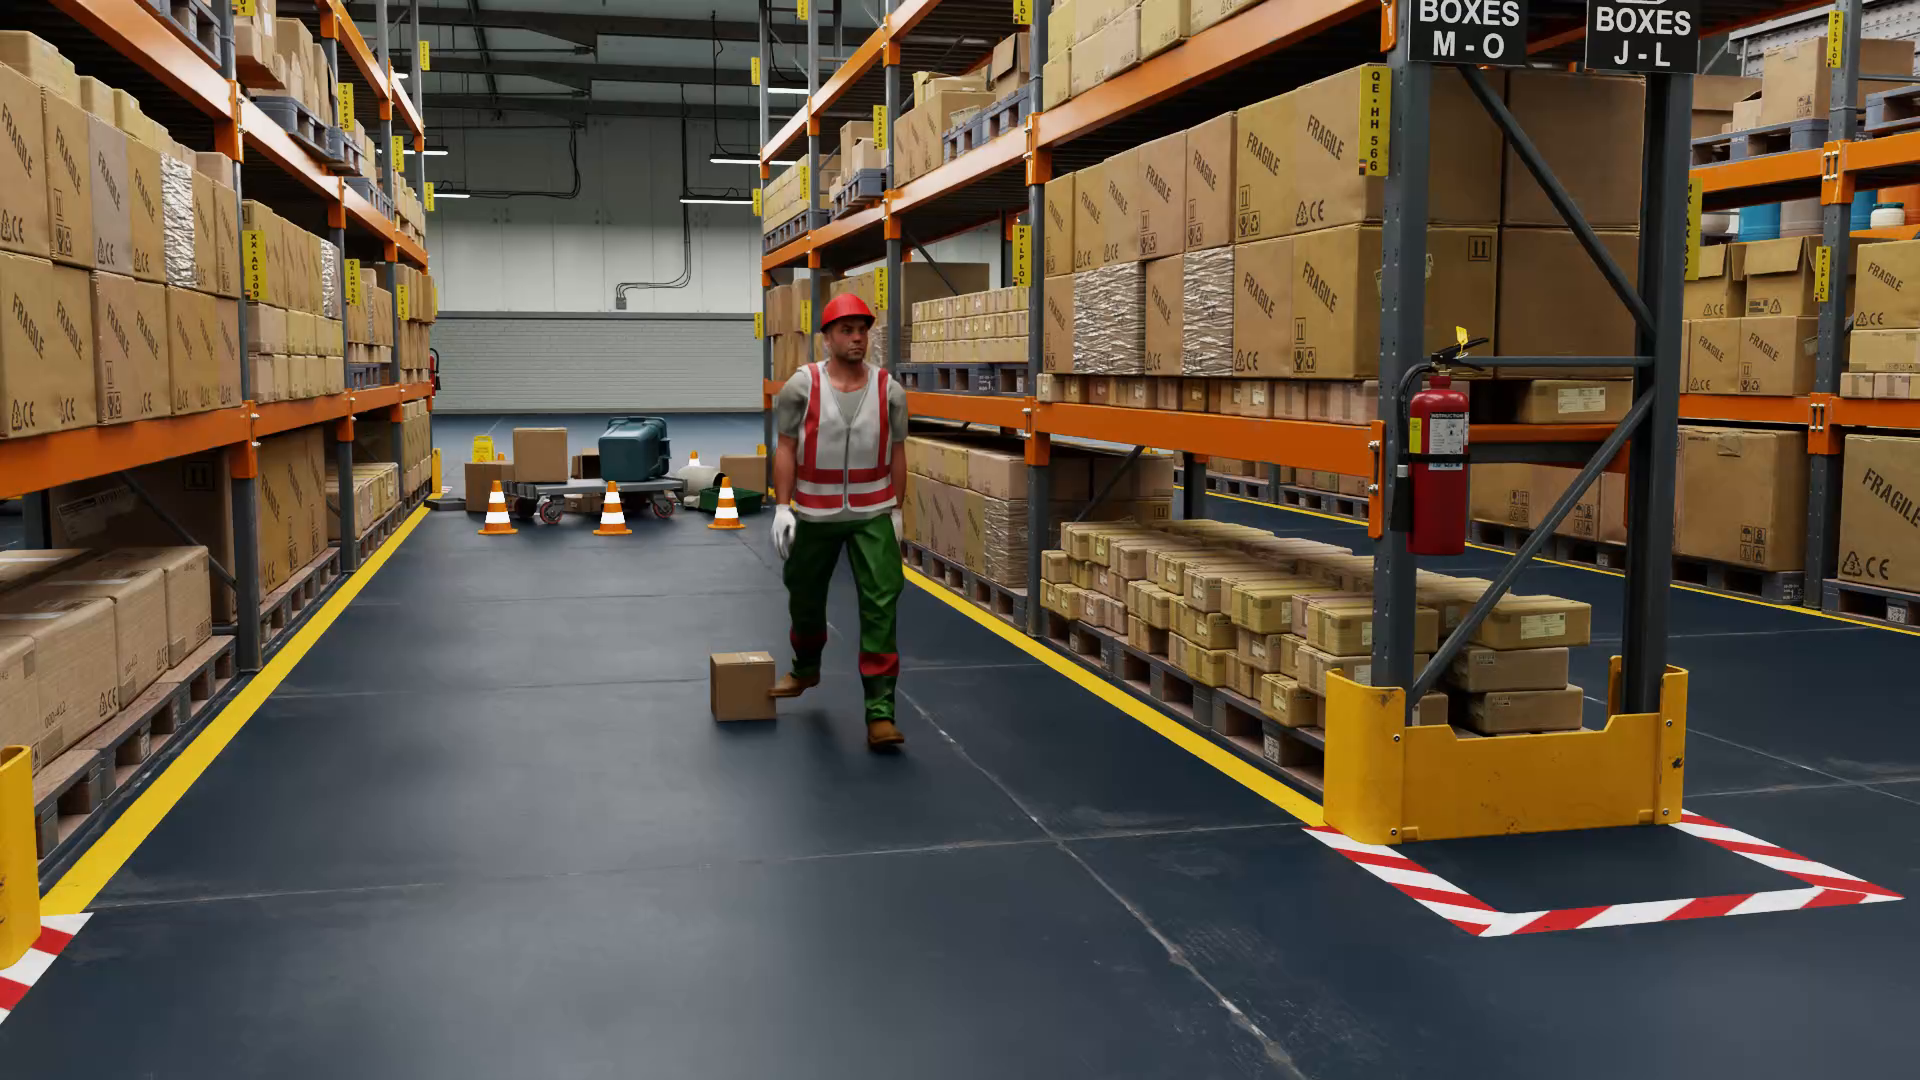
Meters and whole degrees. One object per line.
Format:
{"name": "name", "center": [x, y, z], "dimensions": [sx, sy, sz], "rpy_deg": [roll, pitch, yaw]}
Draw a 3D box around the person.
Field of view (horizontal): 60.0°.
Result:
{"name": "person", "center": [-0.498, -0.097, 6.708], "dimensions": [0.581, 1.774, 0.950], "rpy_deg": [-1, 6, -7]}
